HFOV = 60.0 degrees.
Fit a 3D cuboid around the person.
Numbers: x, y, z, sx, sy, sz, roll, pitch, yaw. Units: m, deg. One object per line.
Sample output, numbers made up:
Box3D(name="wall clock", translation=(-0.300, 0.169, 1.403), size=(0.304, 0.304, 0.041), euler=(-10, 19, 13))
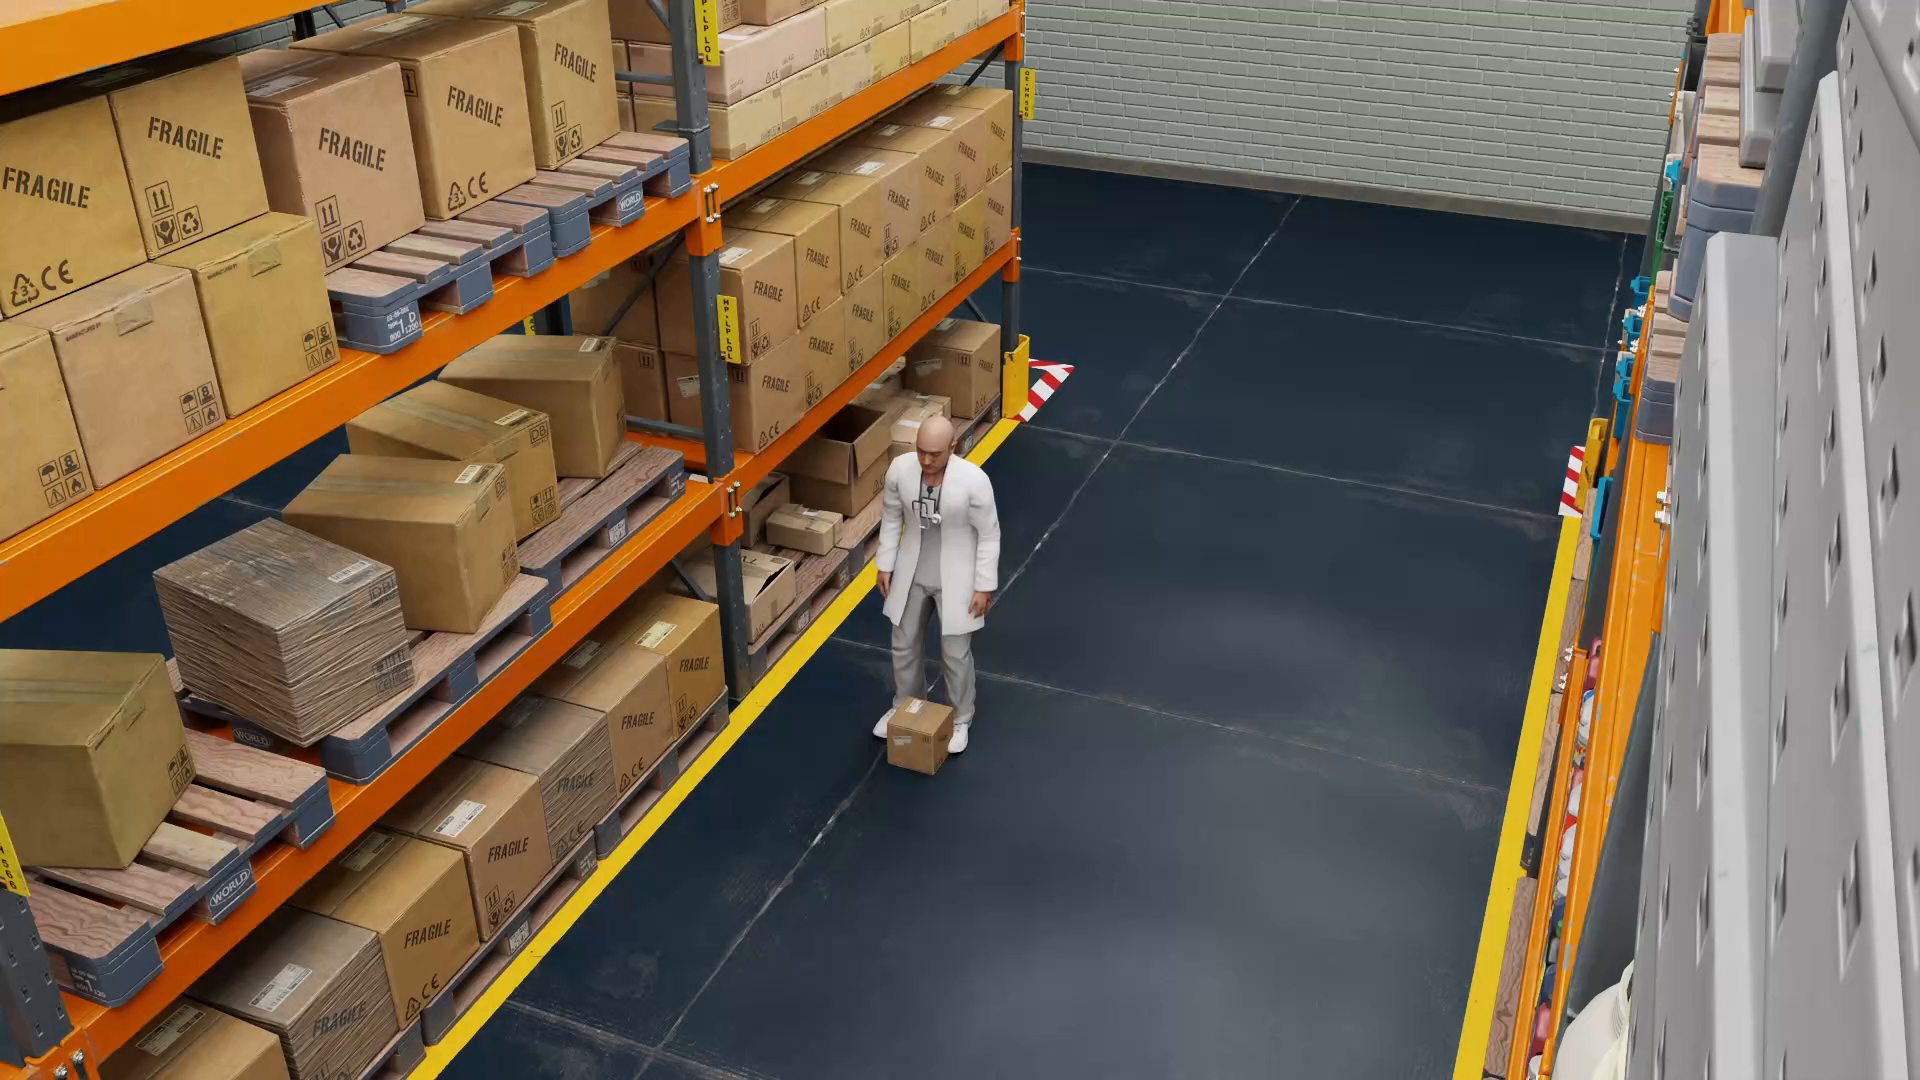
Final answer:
Box3D(name="person", translation=(-0.120, 0.190, 8.081), size=(0.640, 1.773, 0.424), euler=(11, 31, 18))
